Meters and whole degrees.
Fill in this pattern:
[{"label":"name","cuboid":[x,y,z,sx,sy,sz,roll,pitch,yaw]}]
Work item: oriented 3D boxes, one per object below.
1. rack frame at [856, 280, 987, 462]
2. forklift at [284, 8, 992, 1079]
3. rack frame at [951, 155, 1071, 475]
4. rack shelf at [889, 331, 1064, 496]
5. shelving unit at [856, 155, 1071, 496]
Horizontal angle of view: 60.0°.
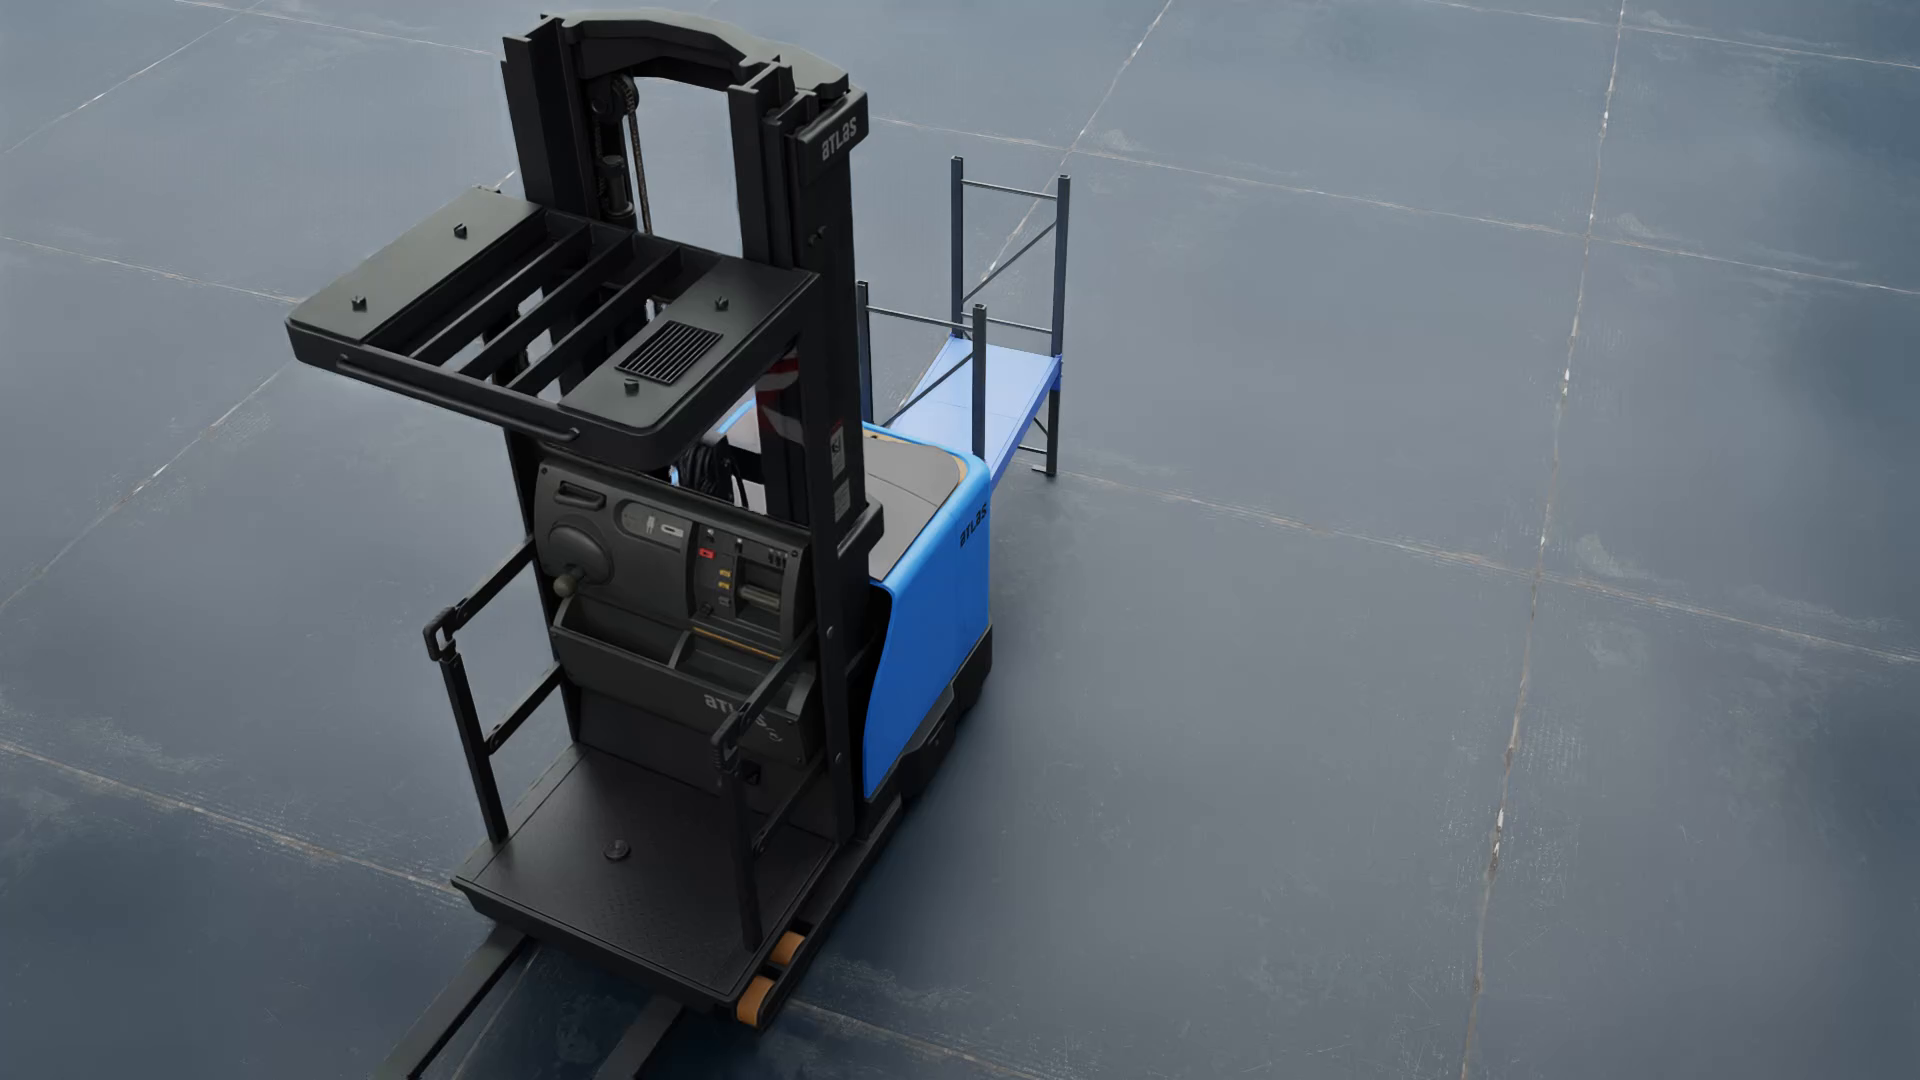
[{"label":"rack frame","cuboid":[-0.145,-0.313,6.461,0.500,1.500,0.032,13,42,15]},{"label":"forklift","cuboid":[-0.974,0.133,4.836,1.130,2.935,3.031,18,43,19]},{"label":"rack frame","cuboid":[0.203,-0.933,7.188,0.500,1.500,0.032,13,42,15]},{"label":"rack shelf","cuboid":[0.029,-0.486,6.941,0.538,0.185,1.000,13,42,15]},{"label":"shelving unit","cuboid":[0.029,-0.623,6.824,0.538,1.500,1.048,13,42,15]}]
